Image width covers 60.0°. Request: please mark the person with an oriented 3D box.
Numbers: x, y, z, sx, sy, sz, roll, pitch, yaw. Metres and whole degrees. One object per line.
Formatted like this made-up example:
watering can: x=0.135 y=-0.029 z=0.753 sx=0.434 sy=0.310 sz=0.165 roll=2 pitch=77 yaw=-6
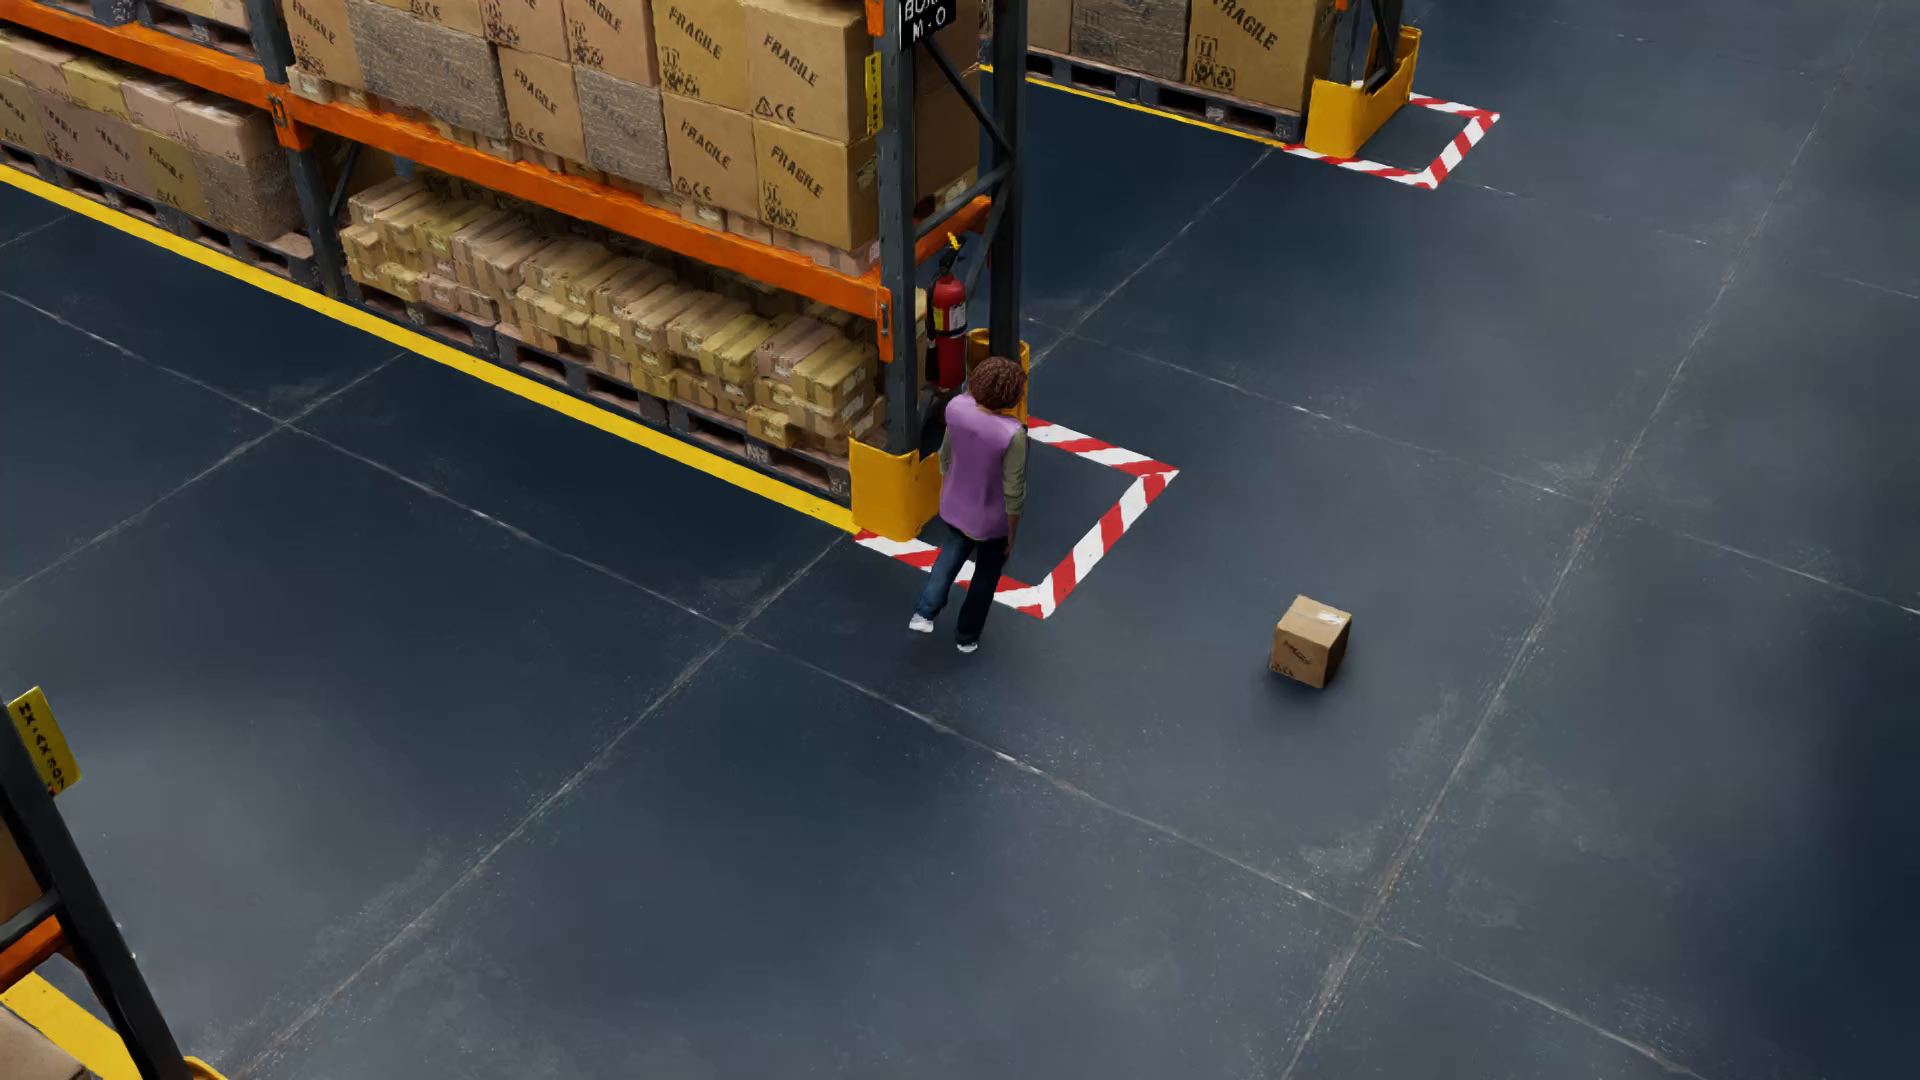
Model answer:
person: x=0.058 y=-0.123 z=6.854 sx=0.547 sy=1.578 sz=0.415 roll=22 pitch=44 yaw=24
